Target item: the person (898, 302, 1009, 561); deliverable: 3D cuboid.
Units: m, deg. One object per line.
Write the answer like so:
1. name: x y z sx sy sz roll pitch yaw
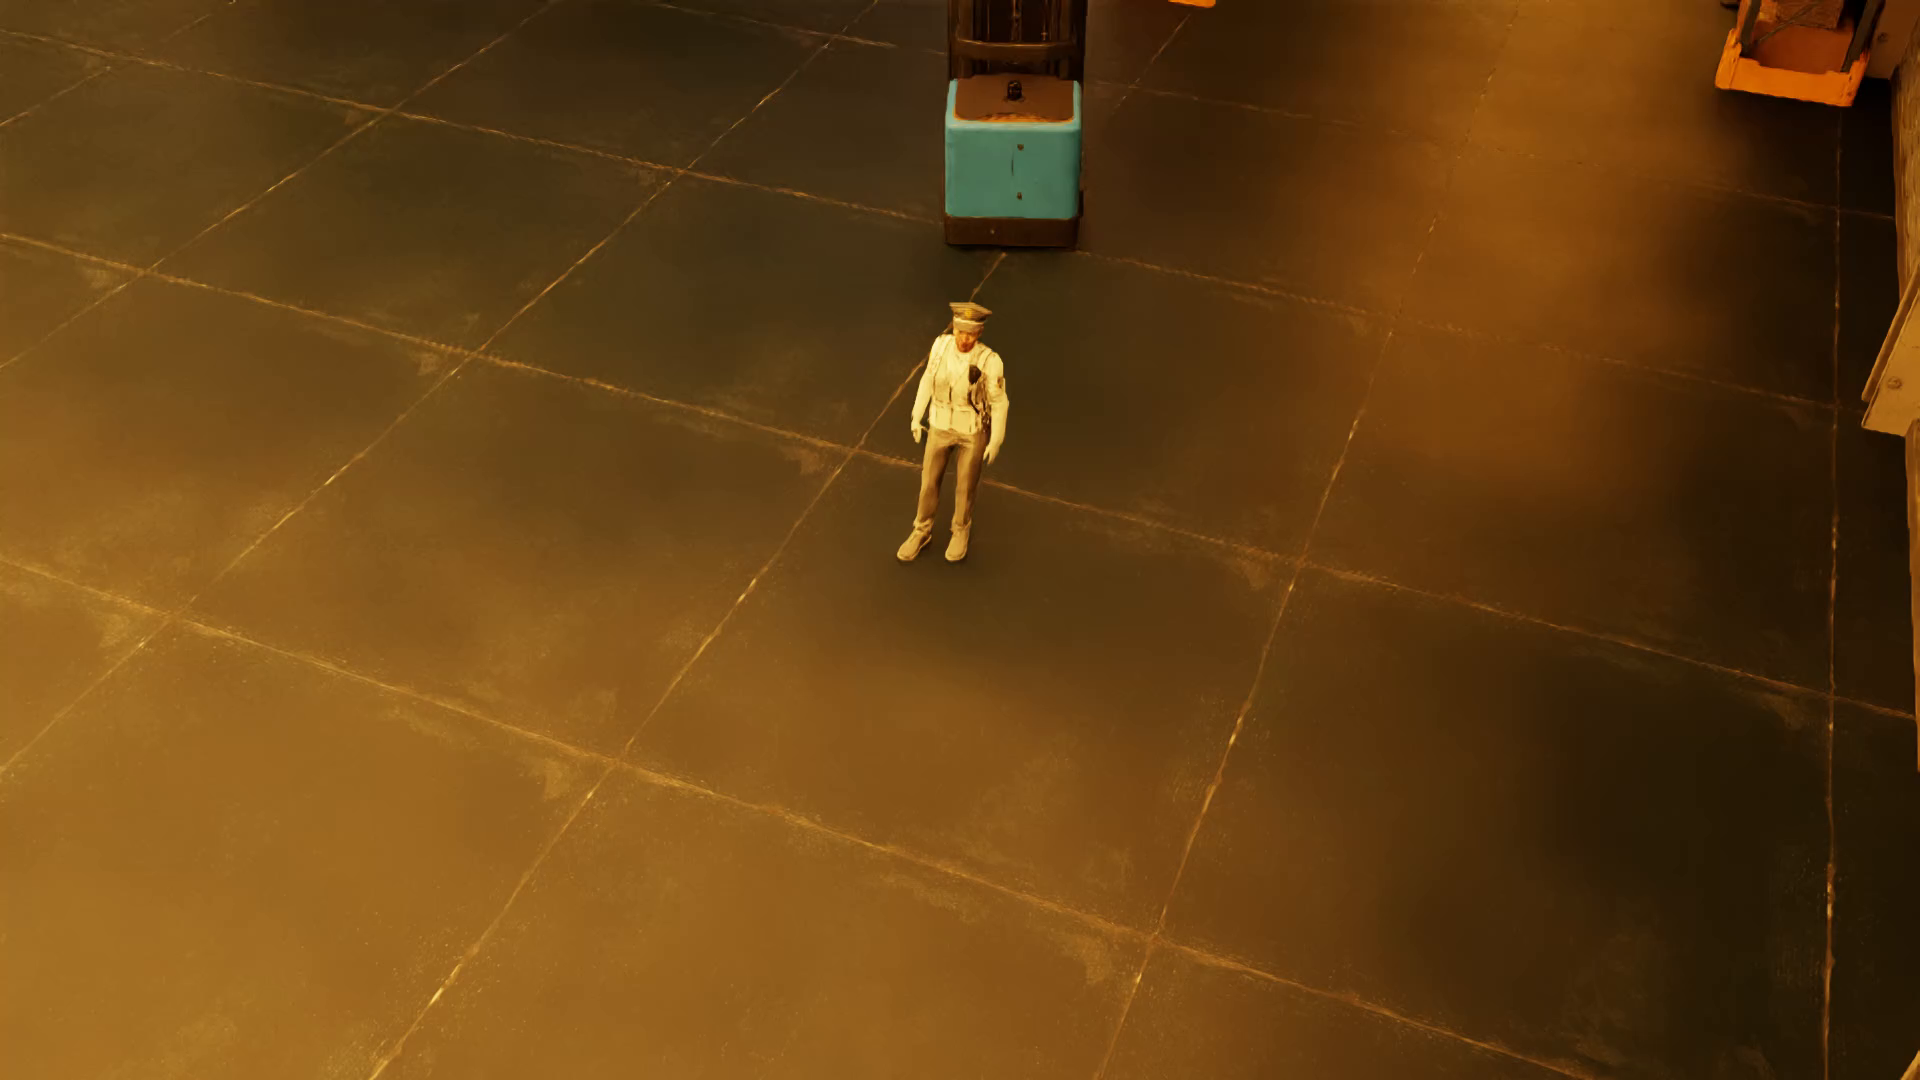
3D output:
1. person: -0.032 -0.617 9.695 0.586 1.695 0.532 15 42 17

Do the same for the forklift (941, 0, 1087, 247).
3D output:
1. forklift: 0.457 -4.325 13.173 1.130 2.935 3.031 2 40 2
